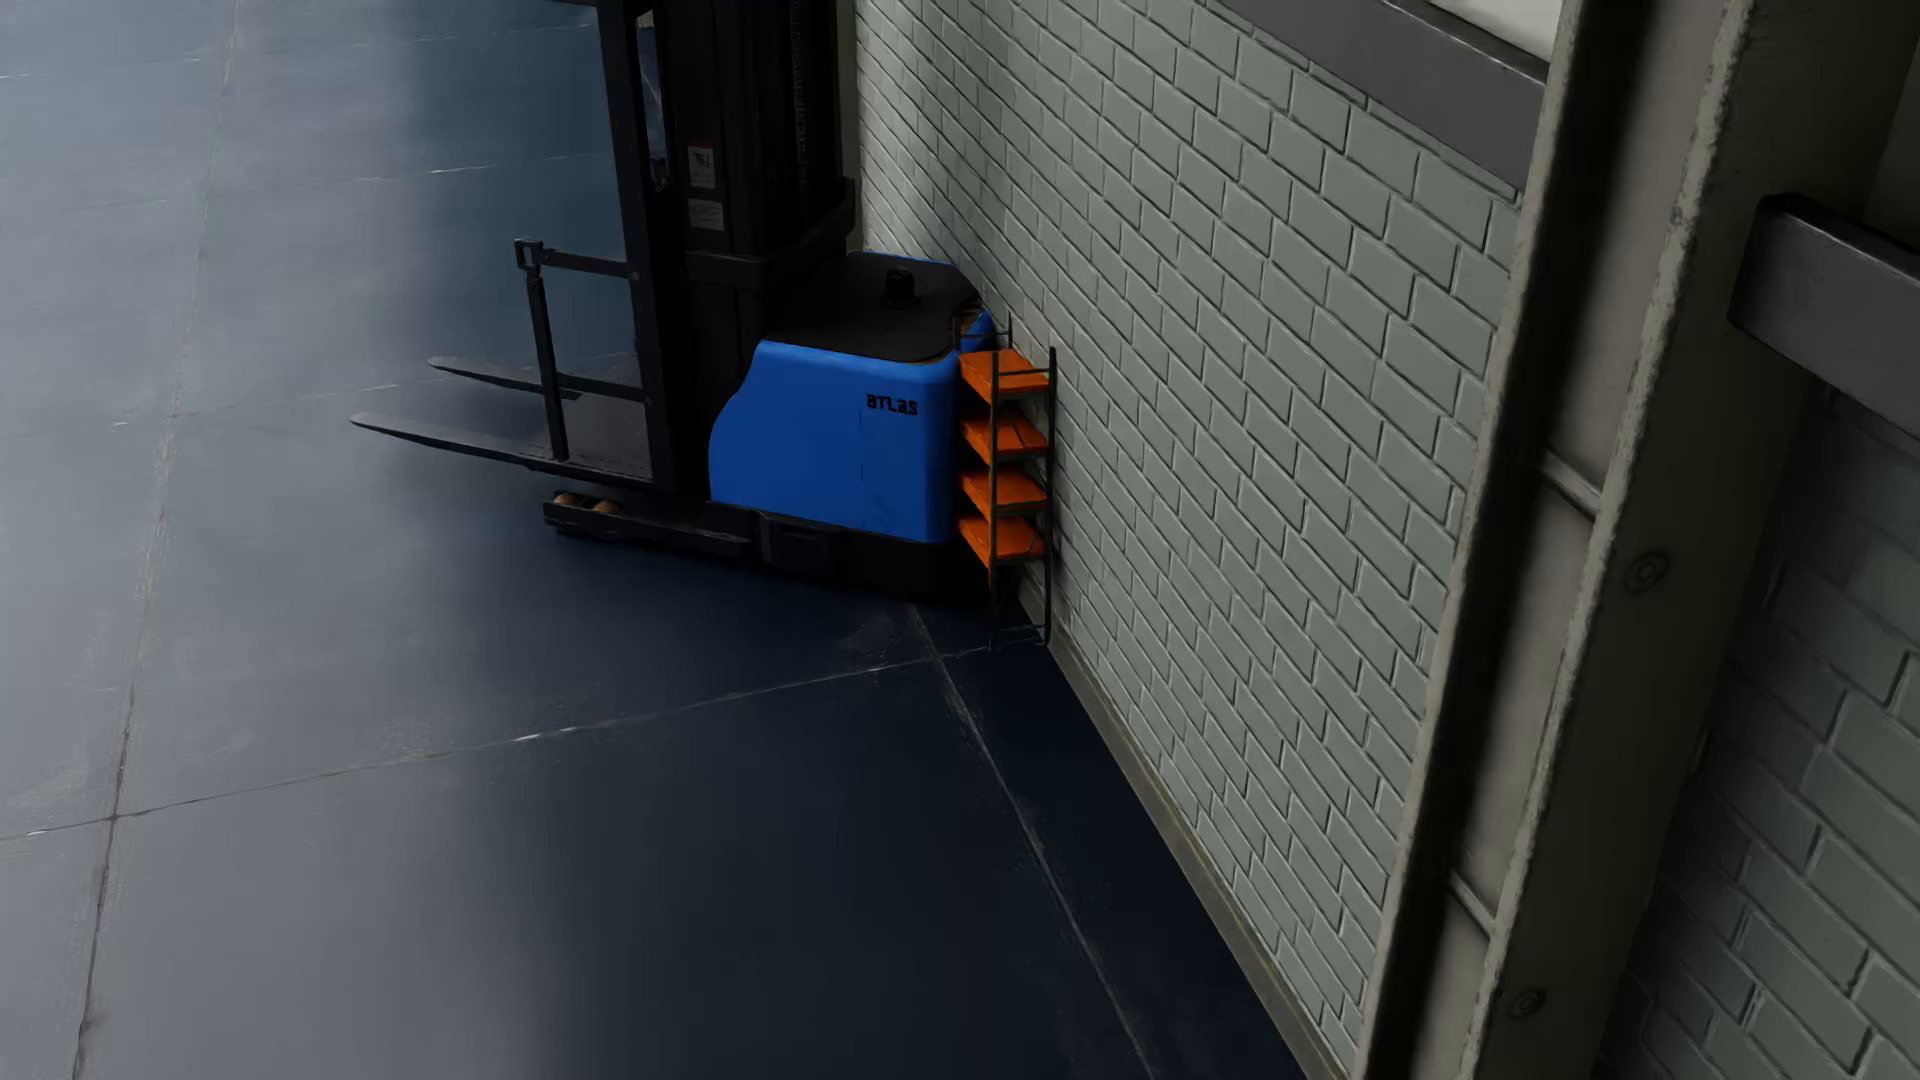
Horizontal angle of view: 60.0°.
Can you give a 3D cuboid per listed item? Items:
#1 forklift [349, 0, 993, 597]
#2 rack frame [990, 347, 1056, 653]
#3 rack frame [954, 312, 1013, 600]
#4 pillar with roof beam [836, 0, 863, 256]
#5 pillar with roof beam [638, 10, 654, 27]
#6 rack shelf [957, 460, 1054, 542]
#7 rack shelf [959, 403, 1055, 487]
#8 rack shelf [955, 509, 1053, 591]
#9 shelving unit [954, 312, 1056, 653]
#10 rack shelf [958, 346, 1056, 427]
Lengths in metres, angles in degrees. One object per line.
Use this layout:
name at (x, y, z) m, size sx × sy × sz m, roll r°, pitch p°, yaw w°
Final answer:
forklift at (-1.290, -1.481, 6.832) m, size 3.031 × 2.935 × 1.130 m, roll 11°, pitch 35°, yaw 17°
rack frame at (0.231, -0.132, 6.206) m, size 0.240 × 1.200 × 0.015 m, roll -7°, pitch 24°, yaw -15°
rack frame at (0.094, -0.318, 6.636) m, size 0.240 × 1.200 × 0.015 m, roll -7°, pitch 24°, yaw -15°
pillar with roof beam at (-4.800, -4.197, 5.440) m, size 9.100 × 9.000 × 0.400 m, roll -10°, pitch 35°, yaw -15°
pillar with roof beam at (-6.630, -7.348, 10.207) m, size 9.100 × 9.000 × 0.400 m, roll -10°, pitch 35°, yaw -15°
rack shelf at (0.163, -0.163, 6.447) m, size 0.258 × 0.148 × 0.480 m, roll -7°, pitch 24°, yaw -15°
rack shelf at (0.162, -0.368, 6.358) m, size 0.258 × 0.148 × 0.480 m, roll -7°, pitch 24°, yaw -15°
rack shelf at (0.163, 0.019, 6.526) m, size 0.258 × 0.148 × 0.480 m, roll -7°, pitch 24°, yaw -15°
shelving unit at (0.162, -0.225, 6.421) m, size 0.258 × 1.200 × 0.503 m, roll -7°, pitch 24°, yaw -15°
rack shelf at (0.162, -0.585, 6.264) m, size 0.258 × 0.148 × 0.480 m, roll -7°, pitch 24°, yaw -15°
